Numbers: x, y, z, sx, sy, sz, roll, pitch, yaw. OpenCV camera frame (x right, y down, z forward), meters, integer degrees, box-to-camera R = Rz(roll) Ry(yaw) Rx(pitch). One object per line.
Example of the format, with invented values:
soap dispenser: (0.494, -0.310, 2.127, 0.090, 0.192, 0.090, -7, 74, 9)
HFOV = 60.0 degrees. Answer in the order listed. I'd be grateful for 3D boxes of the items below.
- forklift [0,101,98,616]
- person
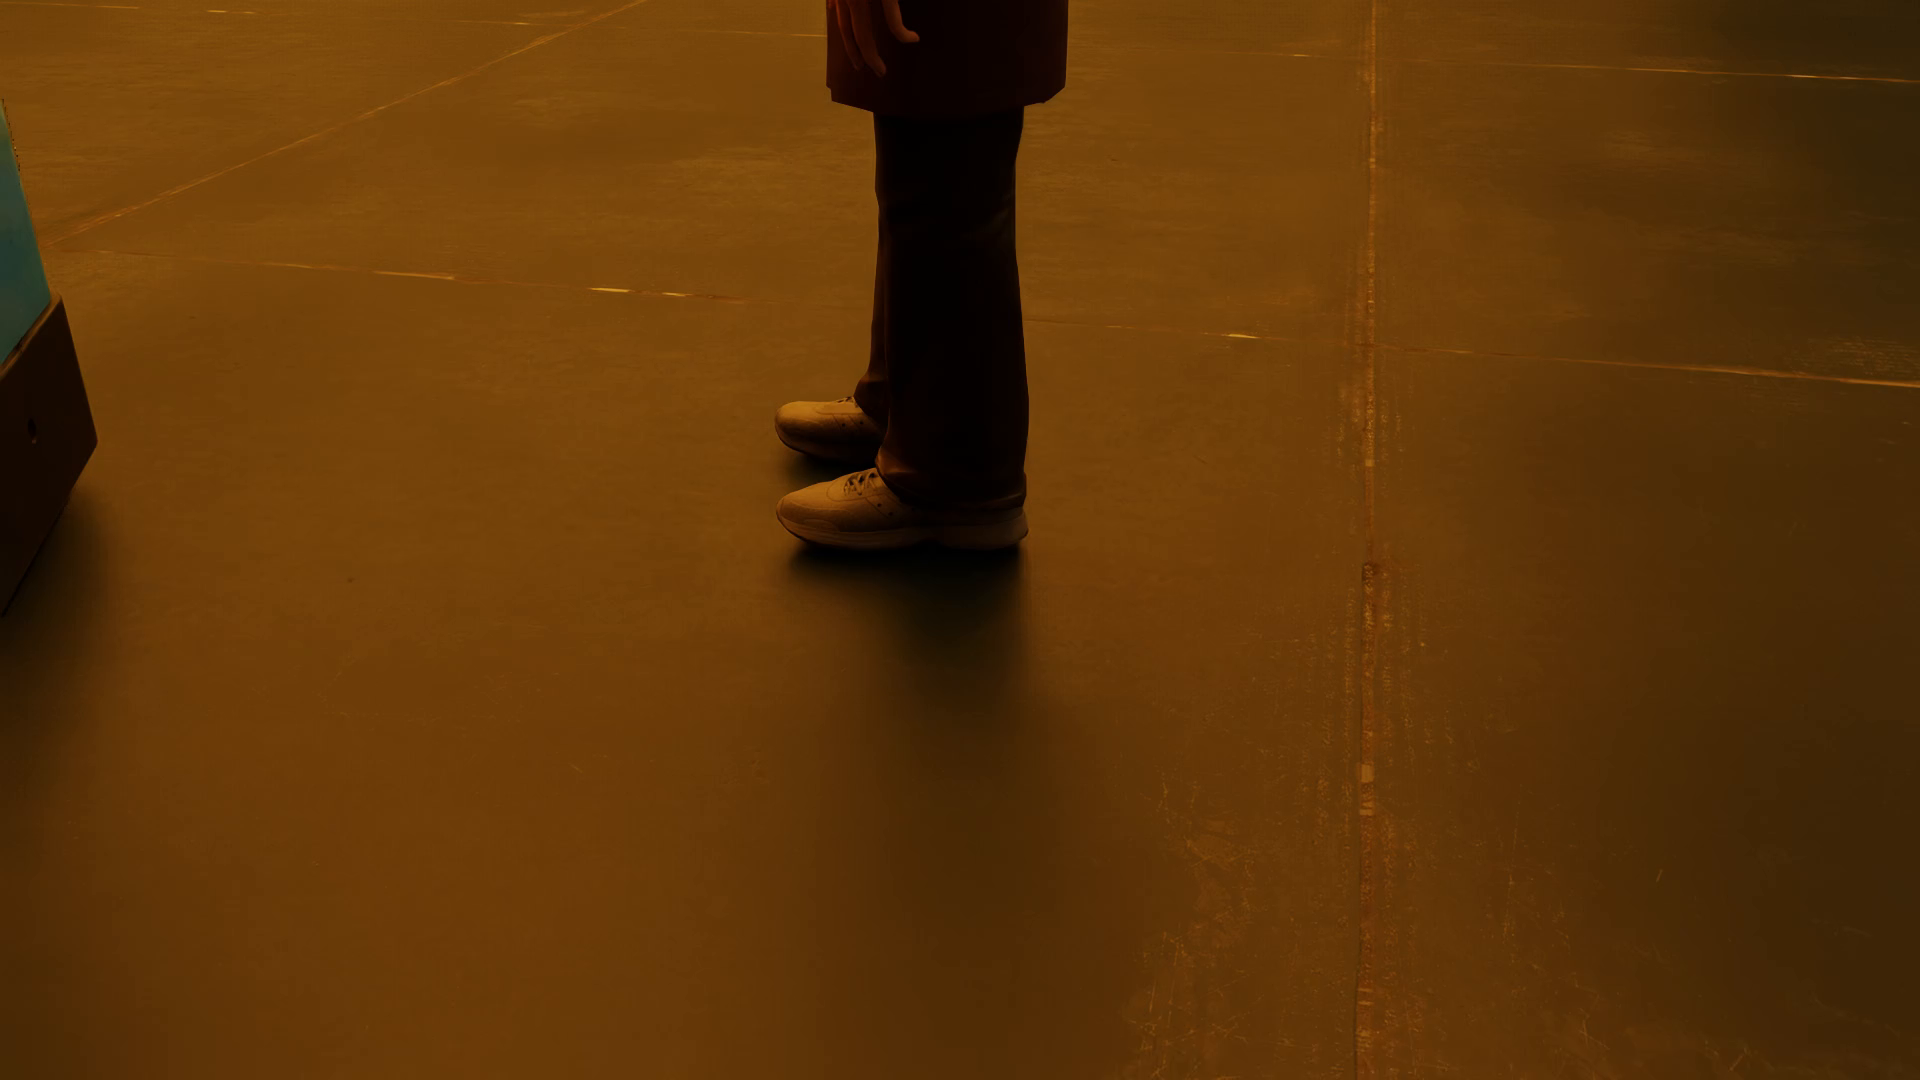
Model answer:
forklift: (-2.744, -1.051, 1.329, 3.031, 2.935, 1.130, -6, 27, -12)
person: (-0.087, -0.811, 2.118, 0.582, 1.775, 0.696, 6, 27, 11)
